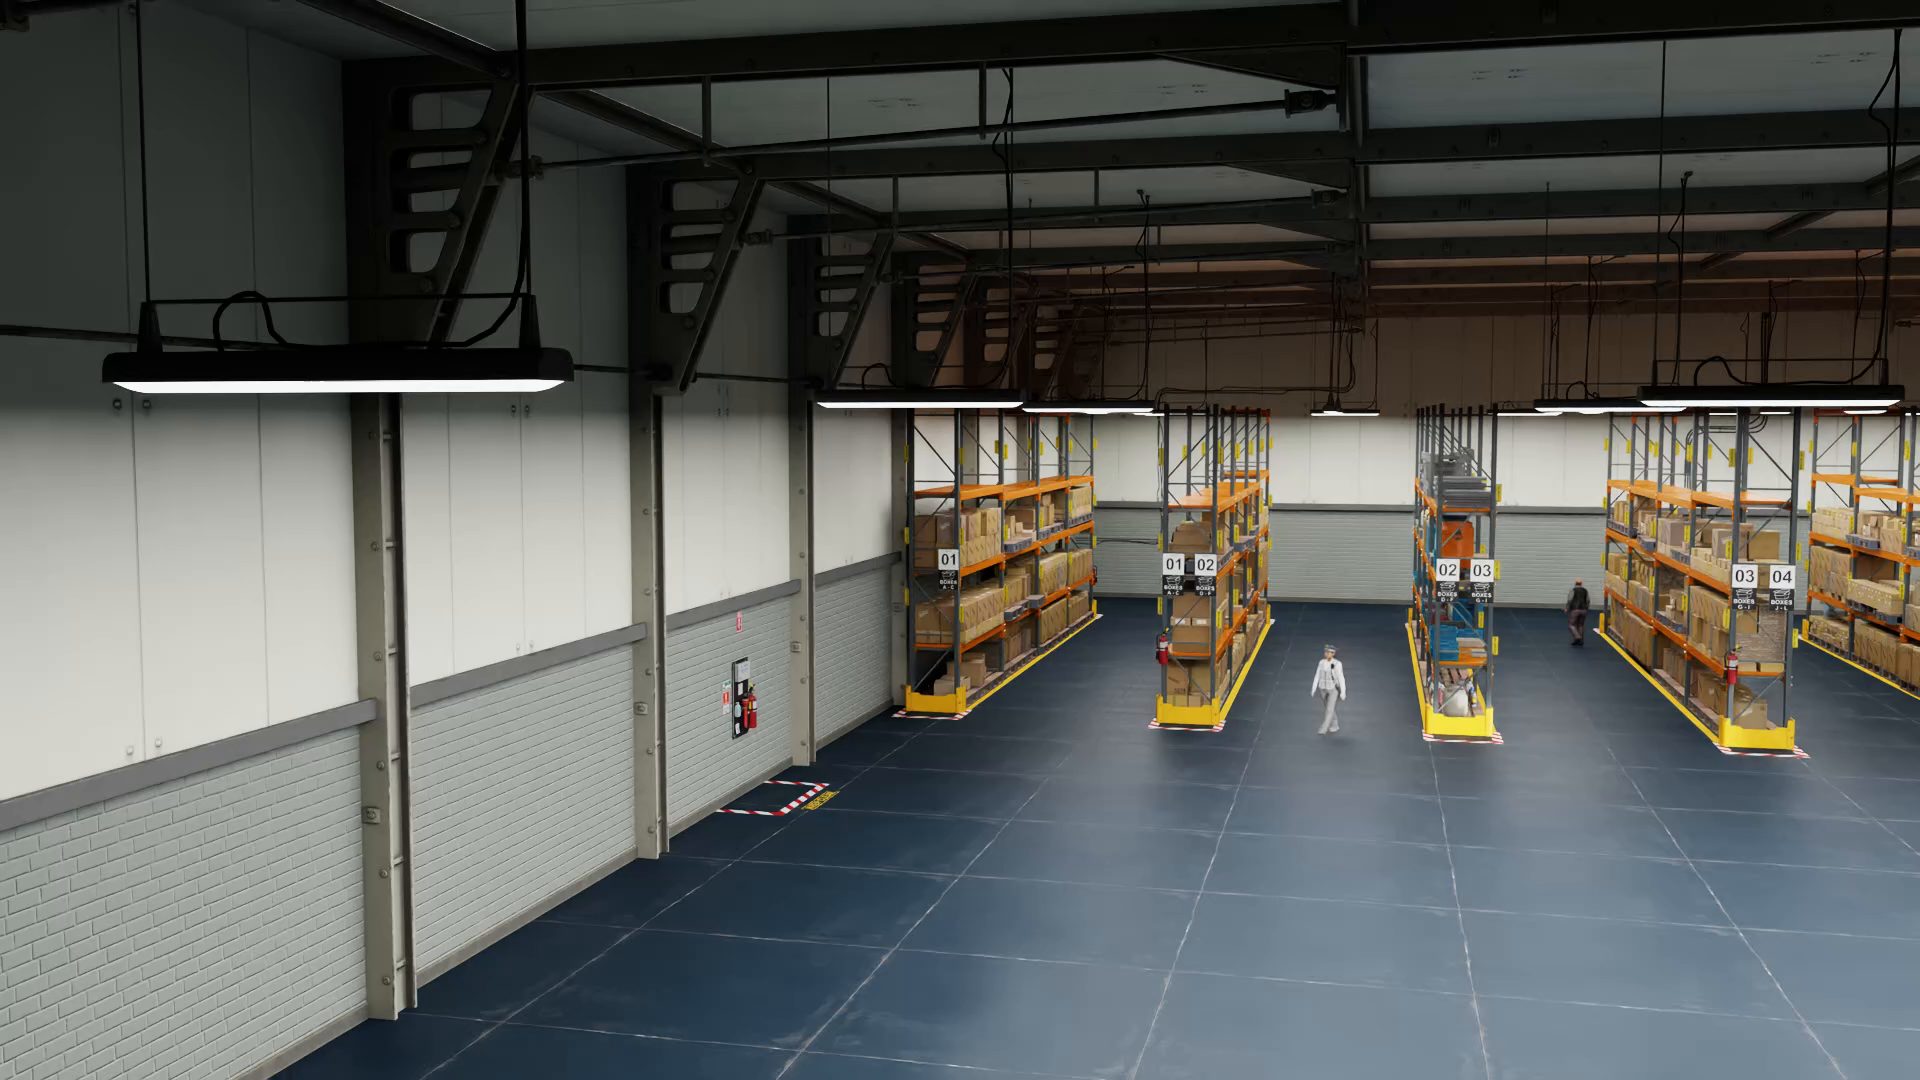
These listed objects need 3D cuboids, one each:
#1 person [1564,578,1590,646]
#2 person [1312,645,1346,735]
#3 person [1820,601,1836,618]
[{"bbox_3d":[15.651,1.825,42.008,0.600,1.699,0.590,-1,4,-10],"label":"person"},{"bbox_3d":[6.620,2.699,30.032,0.544,1.627,1.011,4,6,43],"label":"person"},{"bbox_3d":[23.474,1.595,44.771,0.983,1.733,0.561,-1,4,-13],"label":"person"}]
